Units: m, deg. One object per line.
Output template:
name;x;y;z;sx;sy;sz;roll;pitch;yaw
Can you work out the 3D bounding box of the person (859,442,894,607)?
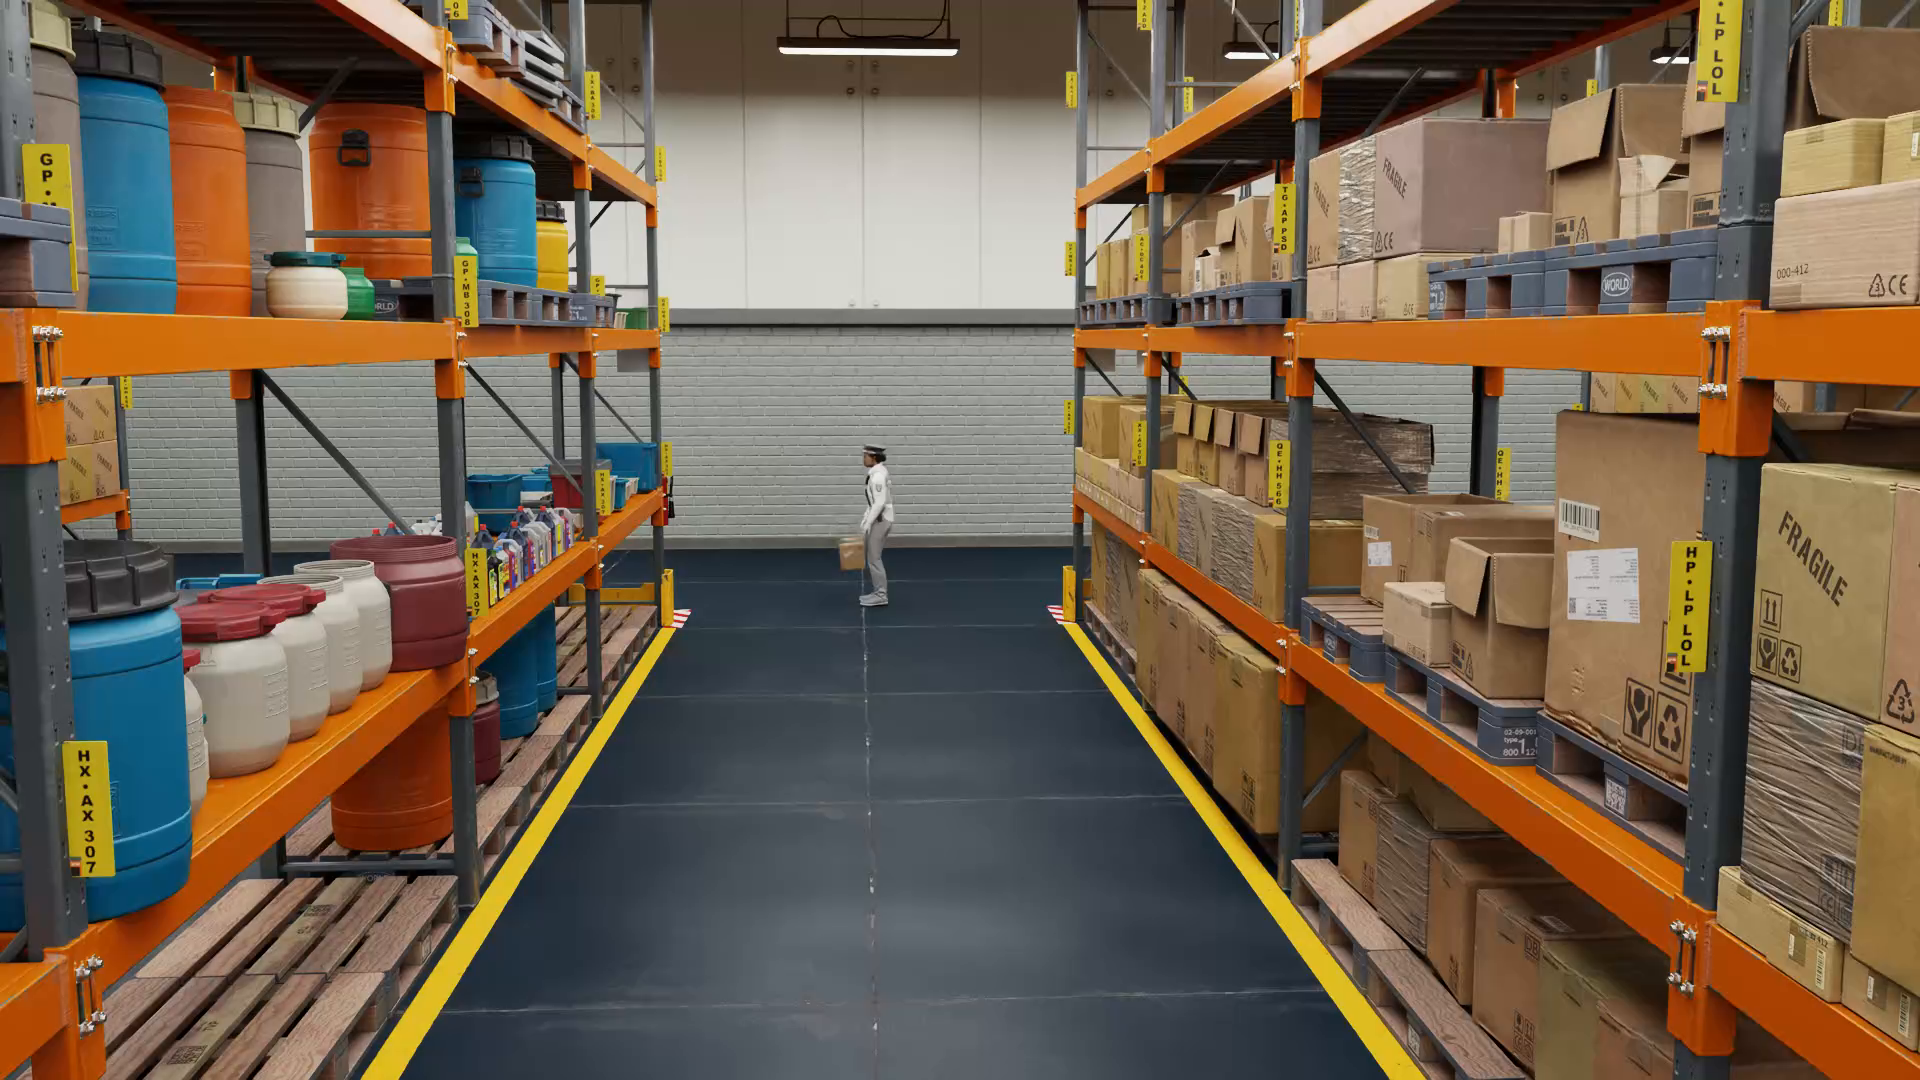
person;-0.859;-0.169;17.083;0.360;1.673;0.508;-1;7;-5
